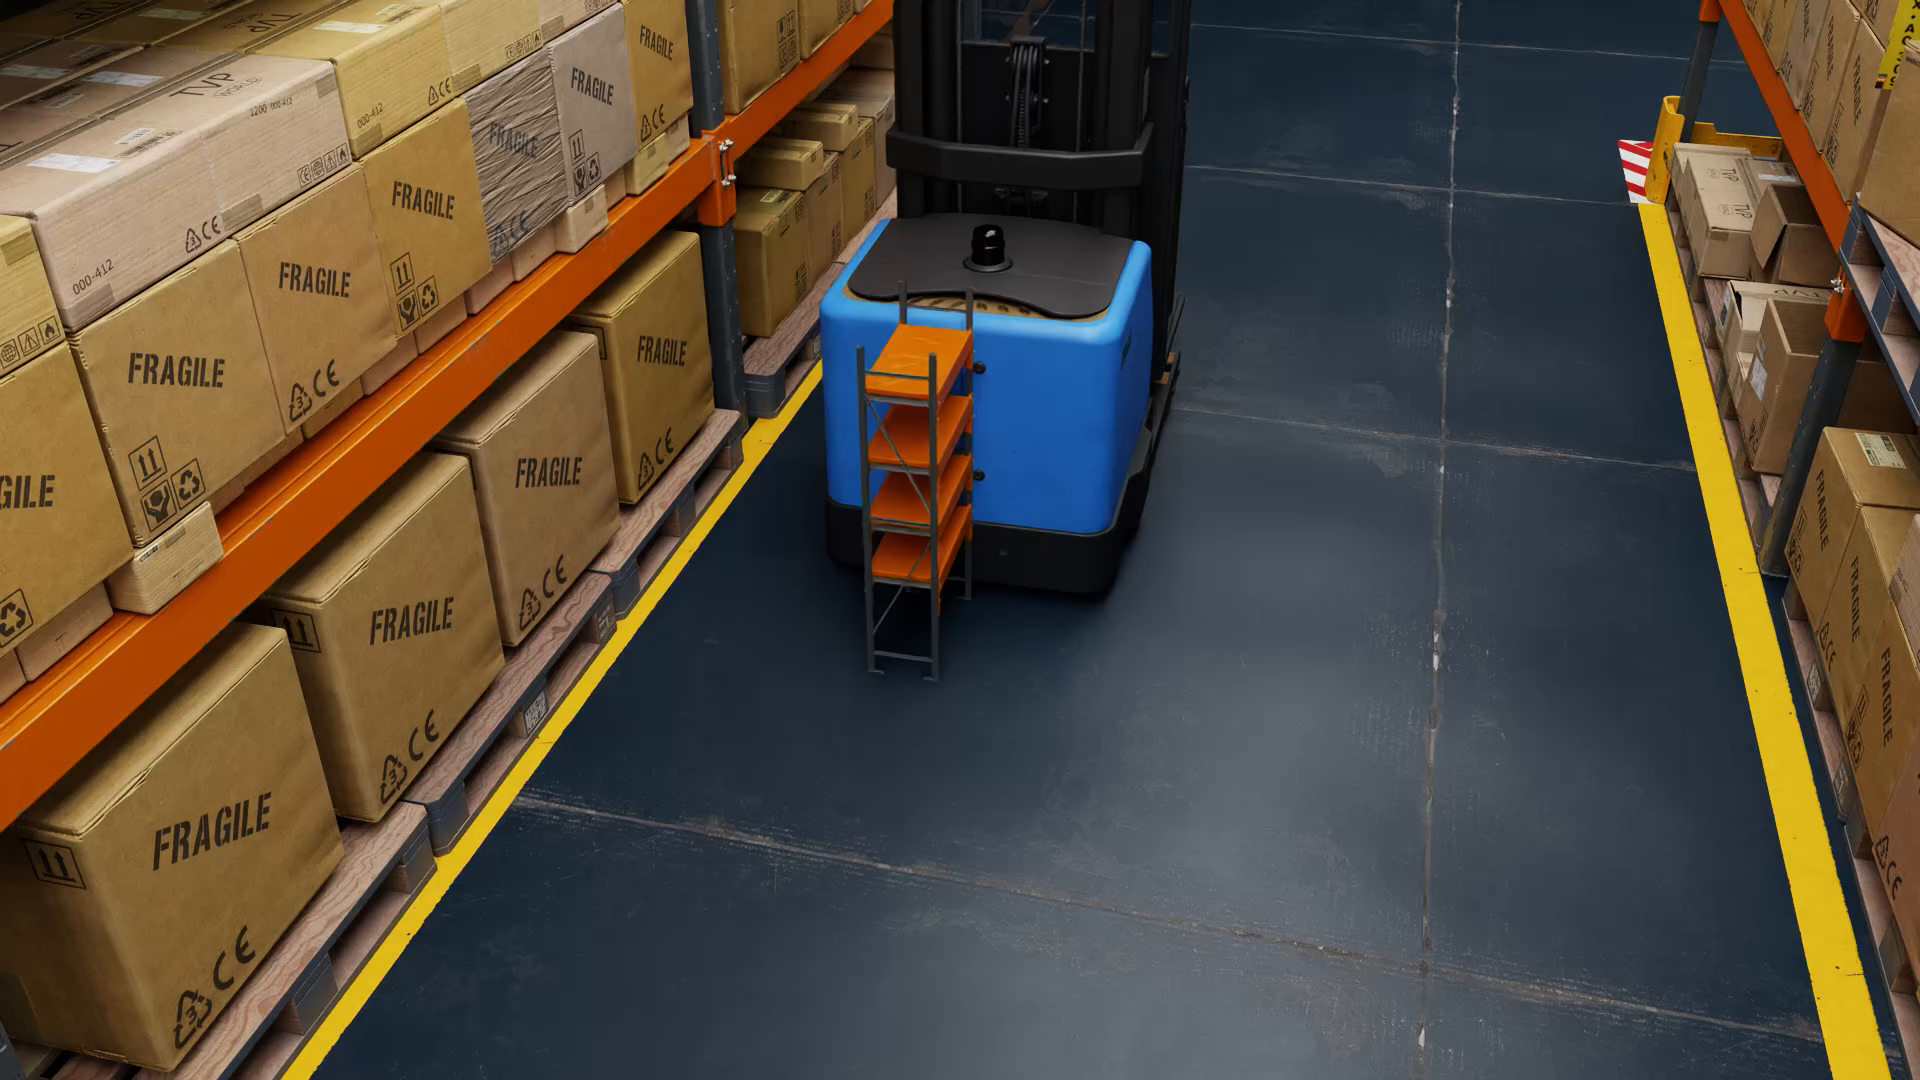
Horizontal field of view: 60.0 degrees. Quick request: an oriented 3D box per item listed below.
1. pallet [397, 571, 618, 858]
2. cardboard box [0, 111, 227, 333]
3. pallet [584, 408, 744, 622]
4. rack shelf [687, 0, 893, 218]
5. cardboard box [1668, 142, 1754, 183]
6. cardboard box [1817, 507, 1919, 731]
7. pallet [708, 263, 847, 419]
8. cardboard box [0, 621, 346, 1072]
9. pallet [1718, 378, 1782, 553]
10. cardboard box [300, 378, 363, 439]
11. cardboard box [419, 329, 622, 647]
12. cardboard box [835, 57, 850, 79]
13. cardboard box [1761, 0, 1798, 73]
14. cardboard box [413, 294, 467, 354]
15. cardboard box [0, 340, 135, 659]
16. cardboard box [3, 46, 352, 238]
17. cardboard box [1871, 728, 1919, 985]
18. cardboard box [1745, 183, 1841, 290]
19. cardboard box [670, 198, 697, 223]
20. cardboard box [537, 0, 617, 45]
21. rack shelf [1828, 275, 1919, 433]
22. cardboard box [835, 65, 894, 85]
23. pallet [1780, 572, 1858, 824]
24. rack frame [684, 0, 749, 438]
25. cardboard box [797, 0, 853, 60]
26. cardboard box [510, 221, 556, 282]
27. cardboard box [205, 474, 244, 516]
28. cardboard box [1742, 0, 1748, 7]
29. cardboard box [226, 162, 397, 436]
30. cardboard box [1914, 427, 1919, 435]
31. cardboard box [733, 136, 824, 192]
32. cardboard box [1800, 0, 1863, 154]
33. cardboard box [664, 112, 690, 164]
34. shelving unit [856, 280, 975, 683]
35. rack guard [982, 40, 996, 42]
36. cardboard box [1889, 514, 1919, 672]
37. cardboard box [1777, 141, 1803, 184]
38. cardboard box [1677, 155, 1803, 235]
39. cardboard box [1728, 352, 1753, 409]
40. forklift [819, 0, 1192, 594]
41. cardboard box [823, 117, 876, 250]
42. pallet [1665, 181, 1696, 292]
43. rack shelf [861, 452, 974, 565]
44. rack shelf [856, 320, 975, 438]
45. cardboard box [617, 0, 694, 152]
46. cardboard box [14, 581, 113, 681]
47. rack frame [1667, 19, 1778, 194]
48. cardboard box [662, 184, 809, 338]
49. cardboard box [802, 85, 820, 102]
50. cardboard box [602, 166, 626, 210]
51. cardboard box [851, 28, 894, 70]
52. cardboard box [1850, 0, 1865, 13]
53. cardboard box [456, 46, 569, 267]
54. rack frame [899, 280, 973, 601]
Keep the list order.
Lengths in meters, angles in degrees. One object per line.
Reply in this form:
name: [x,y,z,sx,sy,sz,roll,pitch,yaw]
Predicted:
pallet: [-1.815,0.454,5.339,1.003,0.211,1.213,8,33,12]
cardboard box: [-1.899,-0.665,3.412,0.500,0.250,0.500,8,33,12]
pallet: [-1.507,-0.181,6.338,1.003,0.211,1.213,8,33,12]
rack shelf: [-0.877,-2.503,8.062,1.077,0.370,4.000,8,33,12]
cardboard box: [3.985,-1.984,8.822,0.380,0.149,0.250,8,33,12]
cardboard box: [2.925,0.269,4.950,0.500,0.500,0.500,8,33,13]
pallet: [-1.116,-0.976,7.588,1.003,0.211,1.213,8,33,12]
cardboard box: [-2.086,0.673,4.007,0.750,0.750,0.750,8,33,12]
pallet: [3.583,-0.275,6.487,1.003,0.211,1.213,8,33,12]
cardboard box: [-1.792,-0.406,4.308,0.380,0.149,0.250,9,33,13]
cardboard box: [-1.646,-0.222,5.415,0.750,0.750,0.750,9,34,14]
cardboard box: [-0.804,-2.563,8.819,0.380,0.149,0.250,8,33,13]
cardboard box: [3.671,-2.232,6.872,0.500,0.500,0.500,8,33,13]
cardboard box: [-1.640,-0.667,4.719,0.380,0.149,0.250,9,34,14]
cardboard box: [-2.029,-0.086,3.201,0.500,0.500,0.500,9,34,14]
cardboard box: [-1.776,-0.925,3.821,0.500,0.250,0.500,8,33,13]
cardboard box: [2.662,0.790,4.131,0.500,0.500,0.500,7,33,11]
cardboard box: [3.880,-1.204,7.265,0.797,0.503,0.637,8,33,12]
cardboard box: [-1.324,-1.491,7.133,0.380,0.149,0.250,8,33,12]
cardboard box: [-1.394,-1.720,5.072,0.500,0.250,0.500,9,33,13]
rack shelf: [2.901,0.245,3.739,1.077,0.370,4.000,8,33,12]
cardboard box: [-0.577,-2.330,9.058,0.700,0.500,0.500,8,33,12]
pallet: [3.238,0.508,5.254,1.003,0.211,1.213,8,33,12]
rack frame: [-1.384,-1.769,6.236,1.000,3.000,0.127,8,33,12]
cardboard box: [-1.040,-2.552,7.190,0.980,0.700,0.700,7,33,11]
cardboard box: [-1.483,-0.932,5.135,0.380,0.149,0.250,8,33,12]
cardboard box: [-1.926,-0.138,3.886,0.380,0.149,0.250,8,33,12]
cardboard box: [3.930,-2.751,7.688,0.500,0.500,0.500,8,33,12]
cardboard box: [-1.760,-0.614,4.031,0.500,0.500,0.500,8,33,12]
cardboard box: [3.724,-0.335,6.078,0.500,0.311,0.500,8,33,12]
cardboard box: [-0.832,-1.692,7.449,0.380,0.149,0.250,9,34,14]
cardboard box: [3.416,-1.700,6.035,0.500,0.500,0.500,9,34,14]
cardboard box: [-1.196,-1.457,5.961,0.380,0.149,0.250,8,33,13]
shelving unit: [-0.132,-0.179,5.414,0.258,1.200,0.503,7,33,11]
rack guard: [-0.363,-2.802,10.191,1.175,0.500,0.348,8,33,12]
cardboard box: [2.796,0.193,4.371,0.500,0.250,0.500,8,33,12]
cardboard box: [4.524,-1.987,8.499,0.500,0.500,0.500,8,33,12]
cardboard box: [3.884,-1.694,8.272,0.500,0.250,0.500,8,33,12]
cardboard box: [3.315,-0.616,6.670,0.380,0.149,0.250,8,33,12]
forklift: [0.349,-1.830,6.397,1.130,2.935,3.031,7,33,11]
cardboard box: [-0.832,-1.791,8.210,0.700,0.500,0.500,9,33,14]
pallet: [4.203,-1.542,8.478,1.003,0.211,1.213,8,33,12]
rack shelf: [-0.132,-0.123,5.450,0.258,0.148,0.480,7,33,11]
rack shelf: [-0.132,-0.511,5.203,0.258,0.148,0.480,7,33,11]
cardboard box: [-1.258,-1.671,5.693,0.500,0.500,0.500,8,33,12]
cardboard box: [-2.019,0.136,3.456,0.380,0.149,0.250,8,33,13]
rack frame: [4.423,-3.172,8.443,1.000,3.000,0.127,8,33,12]
cardboard box: [-1.095,-1.265,7.382,0.700,0.500,0.500,8,33,13]
cardboard box: [-0.932,-2.297,8.402,0.380,0.149,0.250,8,33,13]
cardboard box: [-1.347,-1.195,5.549,0.380,0.149,0.250,9,34,14]
cardboard box: [-0.371,-2.639,8.940,0.380,0.149,0.250,9,34,14]
cardboard box: [3.413,-2.124,5.770,0.500,0.500,0.500,7,33,11]
cardboard box: [-1.513,-1.145,4.866,0.500,0.500,0.500,8,33,12]
rack frame: [-0.077,-0.307,5.614,0.240,1.200,0.015,7,33,11]
